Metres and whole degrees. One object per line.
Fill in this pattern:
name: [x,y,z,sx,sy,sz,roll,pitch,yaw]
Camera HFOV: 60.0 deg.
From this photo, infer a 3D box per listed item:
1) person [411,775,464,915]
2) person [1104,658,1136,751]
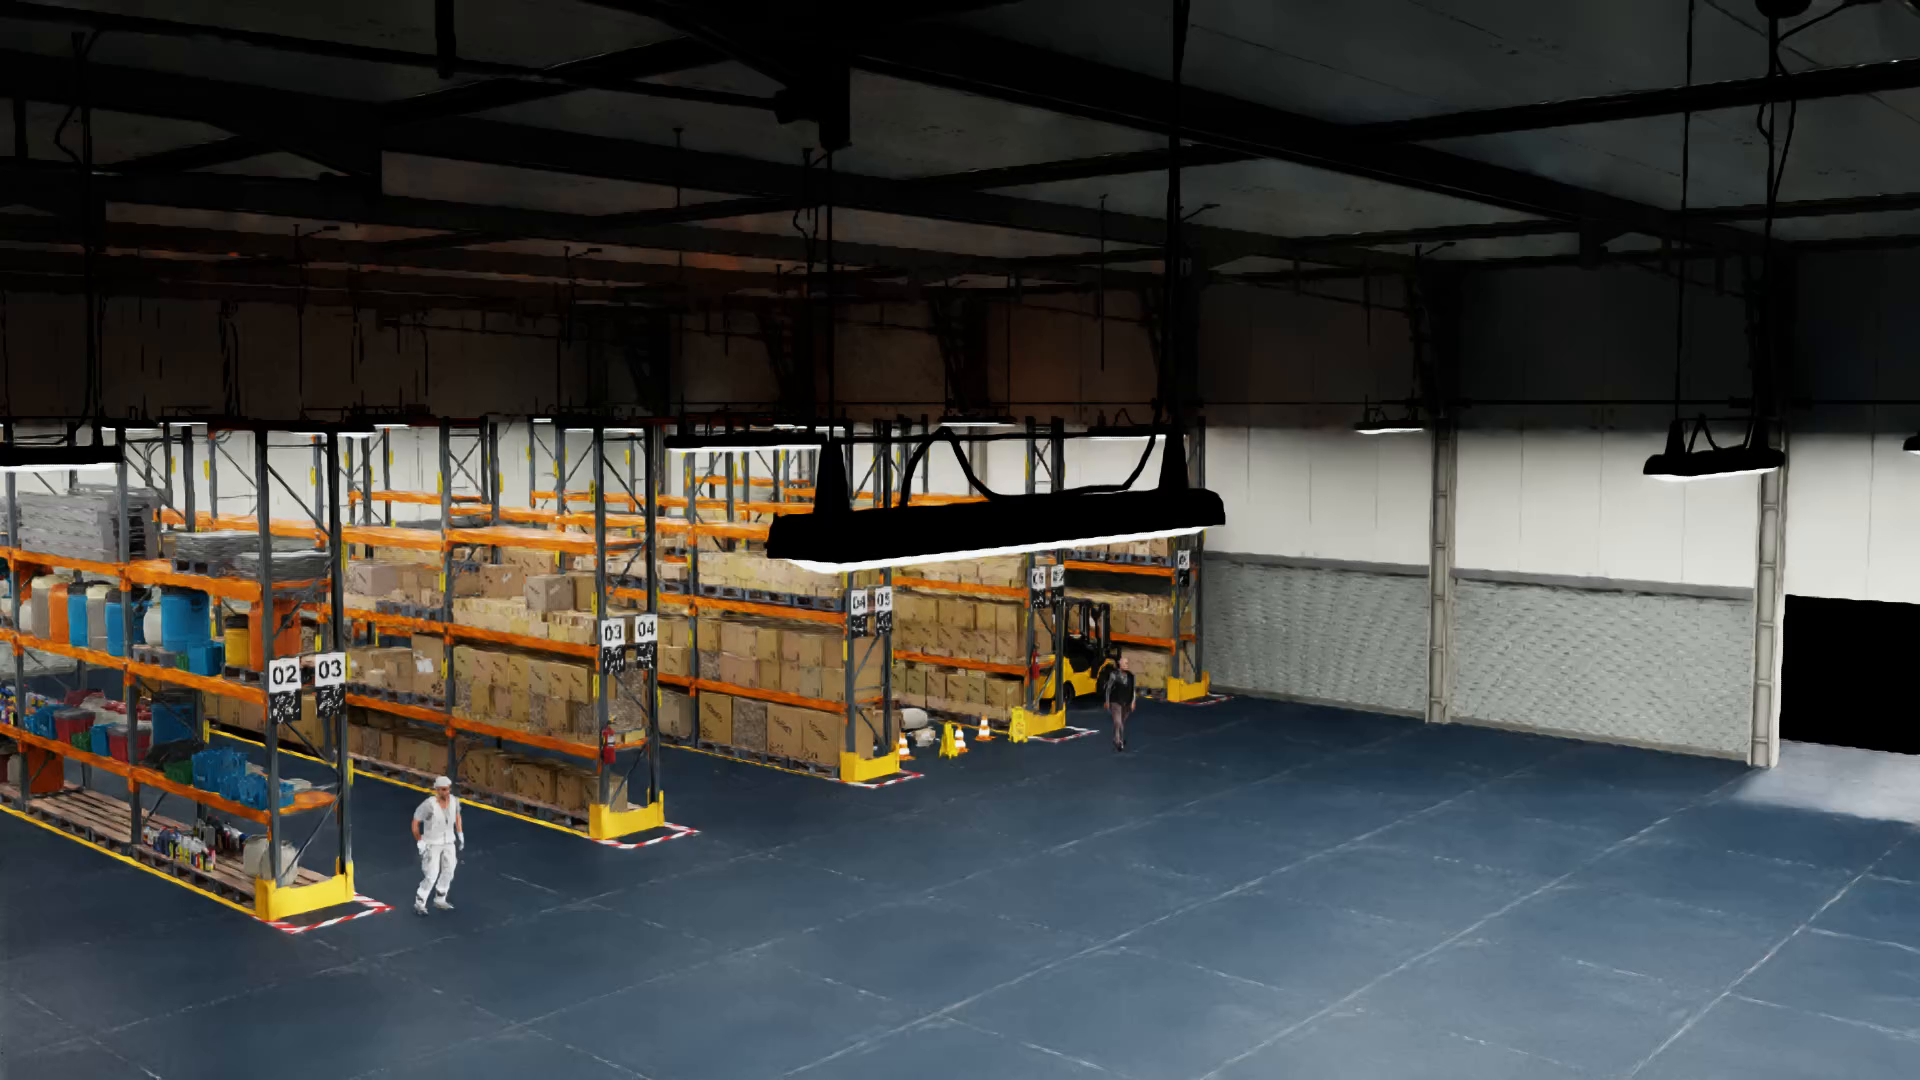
person: [-6.450,3.758,20.589,0.551,1.742,0.677,4,6,40]
person: [2.958,2.974,30.340,0.578,1.681,0.934,-2,5,-21]
